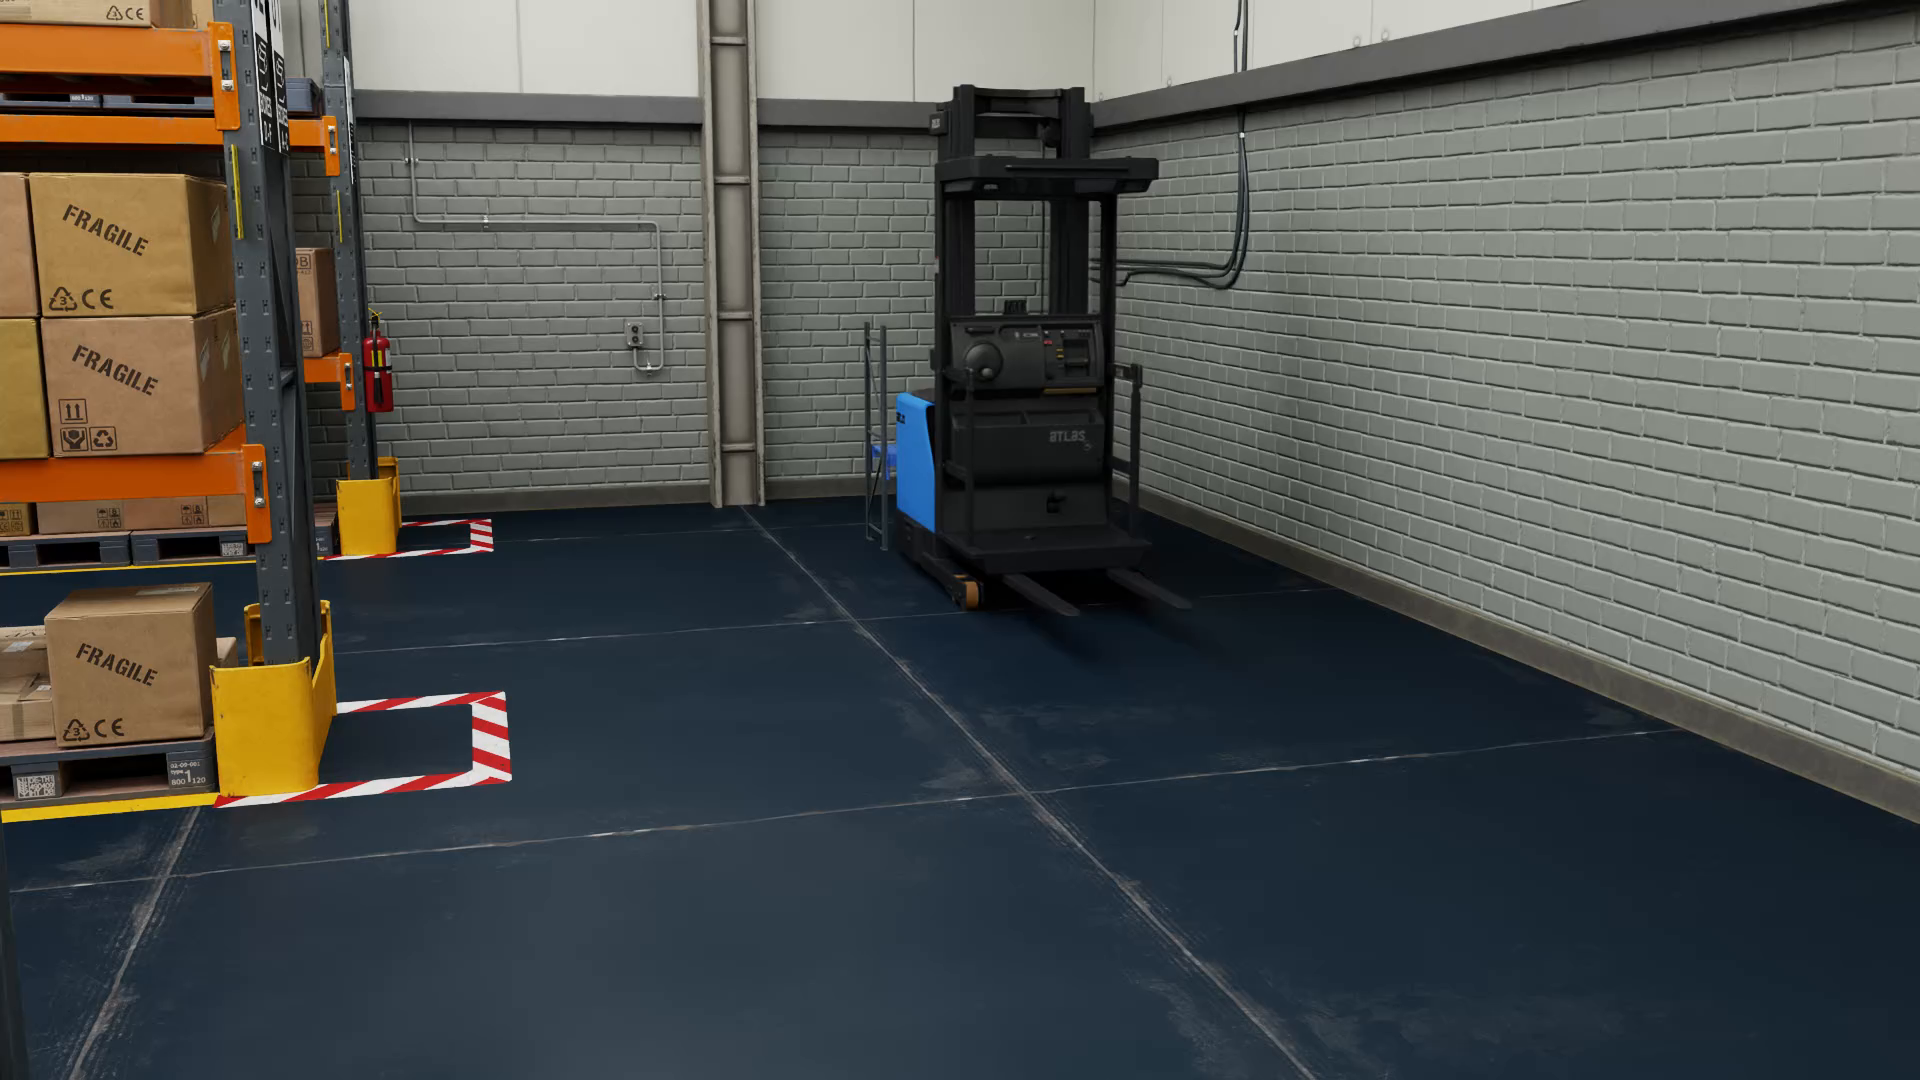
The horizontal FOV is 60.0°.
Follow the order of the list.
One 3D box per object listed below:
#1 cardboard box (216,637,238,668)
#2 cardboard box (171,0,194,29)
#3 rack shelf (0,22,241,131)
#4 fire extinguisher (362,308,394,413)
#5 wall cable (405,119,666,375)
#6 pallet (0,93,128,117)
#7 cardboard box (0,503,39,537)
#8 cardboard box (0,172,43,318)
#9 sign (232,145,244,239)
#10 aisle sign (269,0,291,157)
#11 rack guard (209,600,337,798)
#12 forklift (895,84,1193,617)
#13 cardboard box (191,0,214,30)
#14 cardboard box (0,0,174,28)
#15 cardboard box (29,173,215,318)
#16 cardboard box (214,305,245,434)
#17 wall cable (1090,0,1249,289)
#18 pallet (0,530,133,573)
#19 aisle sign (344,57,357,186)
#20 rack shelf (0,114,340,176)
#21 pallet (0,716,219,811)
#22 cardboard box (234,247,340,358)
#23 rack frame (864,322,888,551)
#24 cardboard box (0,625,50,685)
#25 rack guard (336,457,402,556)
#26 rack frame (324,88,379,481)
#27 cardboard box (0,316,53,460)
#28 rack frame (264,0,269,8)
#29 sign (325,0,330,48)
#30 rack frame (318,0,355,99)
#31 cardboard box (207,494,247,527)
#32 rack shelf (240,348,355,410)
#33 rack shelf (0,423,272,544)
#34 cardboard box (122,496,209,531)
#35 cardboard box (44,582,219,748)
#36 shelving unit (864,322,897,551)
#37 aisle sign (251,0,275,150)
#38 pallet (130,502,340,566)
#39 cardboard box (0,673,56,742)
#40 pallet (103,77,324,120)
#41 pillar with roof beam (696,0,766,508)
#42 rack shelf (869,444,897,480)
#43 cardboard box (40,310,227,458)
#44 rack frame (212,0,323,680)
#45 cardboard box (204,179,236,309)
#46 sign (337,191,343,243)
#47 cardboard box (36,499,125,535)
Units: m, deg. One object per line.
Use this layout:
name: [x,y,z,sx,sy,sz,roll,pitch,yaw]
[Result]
cardboard box: [-3.213,0.533,7.028,0.250,0.149,0.380,-3,11,-16]
cardboard box: [-3.279,-2.034,6.441,0.500,0.250,0.500,-3,11,-16]
rack shelf: [-4.635,-1.635,5.844,4.000,0.370,1.077,-3,11,-16]
fire extinguisher: [-3.829,-1.182,10.923,0.183,0.674,0.296,-3,11,-16]
wall cable: [-3.138,-2.204,12.430,1.851,1.984,0.084,-3,11,-16]
pallet: [-5.986,-2.805,10.460,1.213,0.211,1.003,-3,11,-16]
cardboard box: [-6.220,-0.321,10.748,0.500,0.500,0.700,-3,11,-15]
cardboard box: [-3.550,-1.059,5.979,0.500,0.500,0.500,-3,11,-14]
sign: [-2.579,-1.242,5.937,0.005,0.325,0.100,-3,11,-16]
aisle sign: [-2.731,-1.948,6.661,0.004,0.787,0.394,-3,11,-16]
rack guard: [-2.788,0.619,6.806,0.348,0.500,1.175,-3,11,-16]
forklift: [0.457,-1.125,9.562,1.130,2.935,3.031,-3,11,-15]
cardboard box: [-4.729,-3.417,10.445,0.500,0.500,0.500,-3,11,-16]
cardboard box: [-3.134,-1.944,5.952,0.500,0.250,0.500,-3,11,-16]
cardboard box: [-3.065,-1.085,6.119,0.500,0.500,0.500,-3,11,-16]
cardboard box: [-3.214,-0.687,6.718,0.500,0.500,0.500,-3,11,-15]
wall cable: [1.428,-3.123,12.232,0.112,2.526,3.097,-3,11,-16]
pallet: [-6.018,0.011,10.904,1.213,0.211,1.003,-3,11,-16]
aisle sign: [-3.950,-2.706,10.778,0.004,0.787,0.394,-3,11,-16]
rack shelf: [-6.023,-2.496,10.521,4.000,0.370,1.077,-3,11,-16]
pallet: [-3.553,0.801,6.612,1.213,0.211,1.003,-3,11,-16]
cardboard box: [-4.590,-1.596,11.100,0.700,0.700,0.980,-3,11,-13]
rack frame: [-0.570,-0.708,11.248,0.032,1.500,0.500,-3,11,-17]
cardboard box: [-3.796,0.525,6.790,0.500,0.250,0.500,-3,11,-16]
rack guard: [-4.080,-0.247,11.510,0.348,0.500,1.175,-3,11,-16]
rack frame: [-4.103,-1.476,11.277,0.127,3.000,1.000,-3,11,-16]
cardboard box: [-3.566,-0.567,6.065,0.500,0.500,0.500,-3,11,-15]
rack frame: [-2.715,-3.565,6.057,0.127,3.000,1.000,-3,11,-16]
sign: [-3.965,-3.252,10.416,0.005,0.325,0.100,-3,11,-16]
rack frame: [-4.103,-4.426,10.734,0.127,3.000,1.000,-3,11,-16]
cardboard box: [-4.747,-0.400,11.178,0.500,0.500,0.700,-3,11,-16]
rack shelf: [-6.023,-1.021,10.792,4.000,0.370,1.077,-3,11,-16]
rack shelf: [-4.635,-0.160,6.115,4.000,0.370,1.077,-3,11,-16]
cardboard box: [-5.227,-0.375,11.041,0.500,0.500,0.700,-3,11,-16]
cardboard box: [-3.168,0.469,6.405,0.500,0.500,0.500,-3,11,-16]
shelving unit: [-0.083,-0.734,11.393,1.048,1.500,0.538,-3,11,-17]
aisle sign: [-2.564,-1.843,6.094,0.004,0.787,0.394,-3,11,-16]
pallet: [-4.849,-0.050,11.236,1.213,0.211,1.003,-3,11,-16]
cardboard box: [-3.582,0.638,6.408,0.250,0.166,0.380,-3,11,-16]
pallet: [-4.812,-2.868,10.799,1.213,0.211,1.003,-3,11,-16]
pillar with roof beam: [-0.549,-3.965,8.227,0.400,9.000,9.100,-3,11,-16]
rack shelf: [-0.083,-0.557,11.426,1.000,0.185,0.538,-3,11,-17]
cardboard box: [-3.069,-0.594,6.211,0.500,0.500,0.500,-3,11,-14]
rack frame: [-2.715,-0.615,6.600,0.127,3.000,1.000,-3,11,-16]
cardboard box: [-3.214,-1.179,6.628,0.500,0.500,0.500,-3,11,-14]
sign: [-3.965,-2.066,10.634,0.005,0.325,0.100,-3,11,-16]
cardboard box: [-5.710,-0.349,10.902,0.500,0.500,0.700,-3,11,-18]
